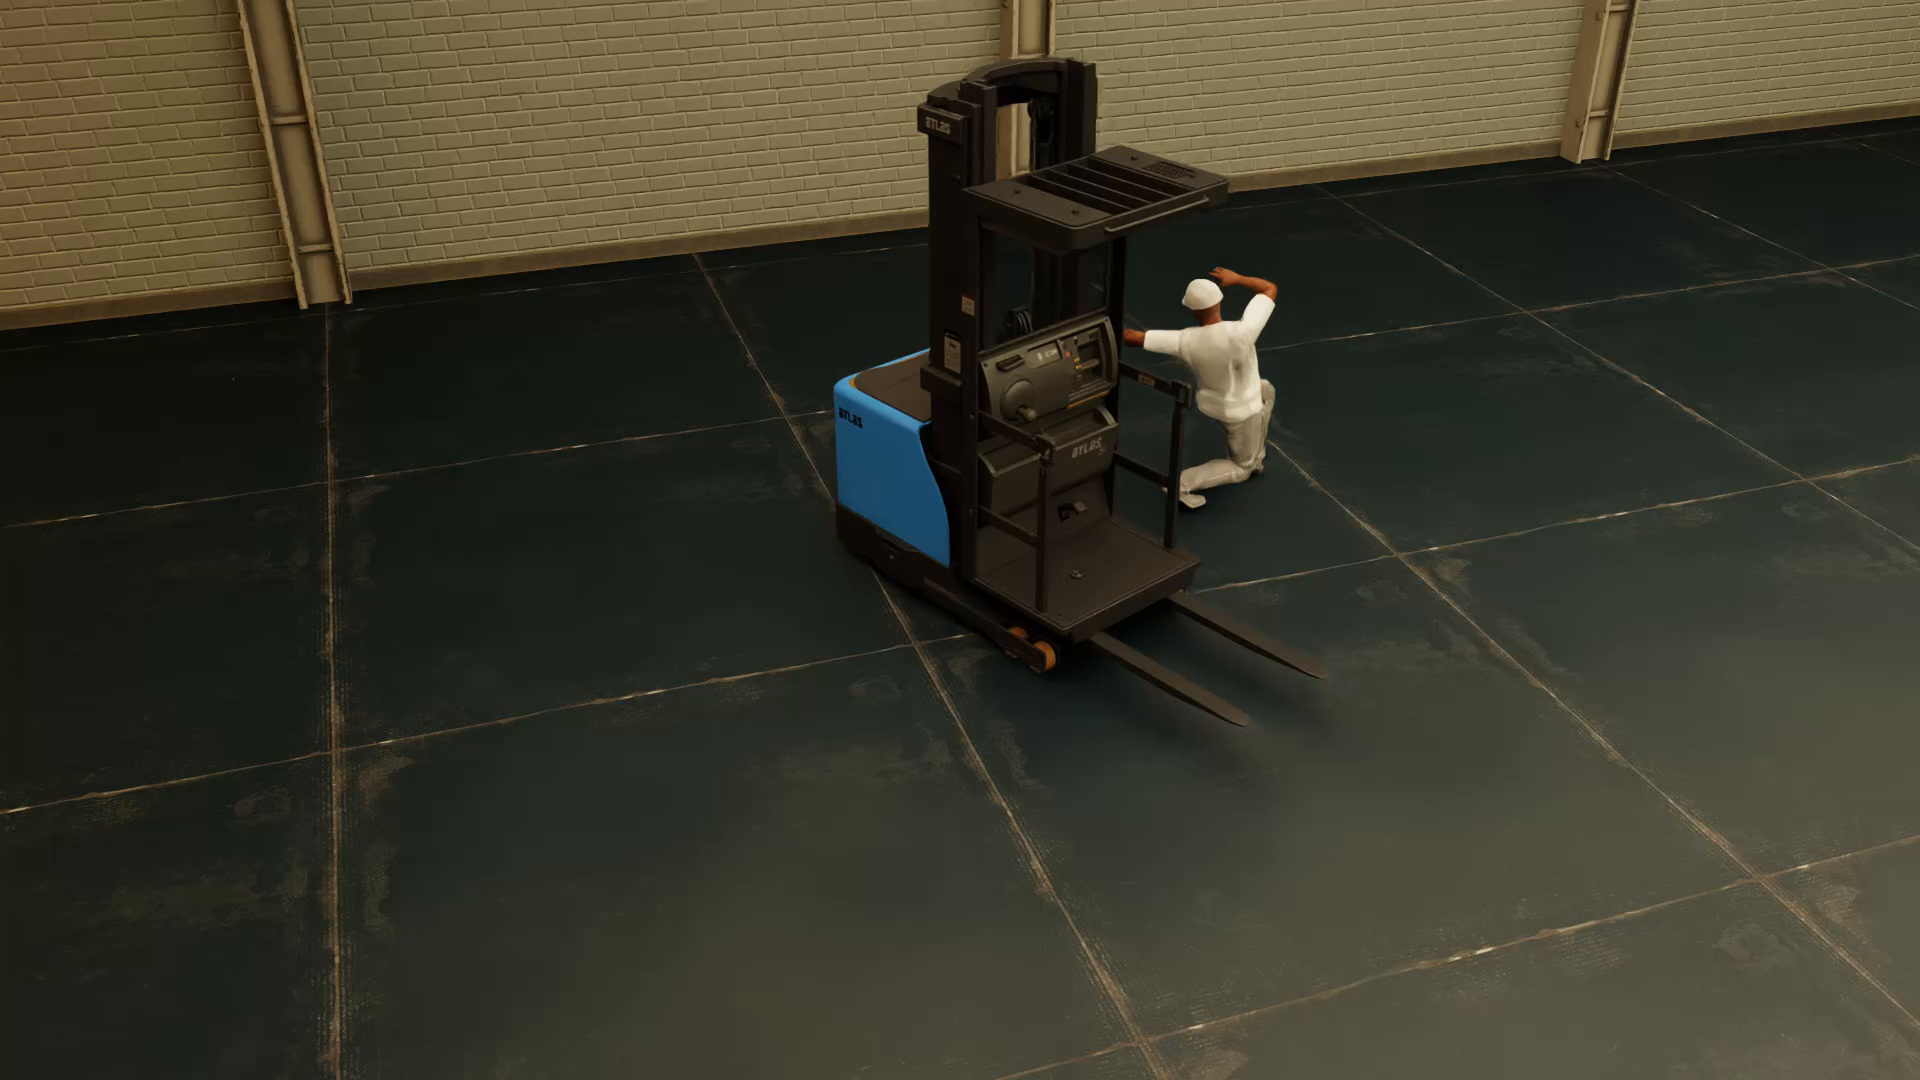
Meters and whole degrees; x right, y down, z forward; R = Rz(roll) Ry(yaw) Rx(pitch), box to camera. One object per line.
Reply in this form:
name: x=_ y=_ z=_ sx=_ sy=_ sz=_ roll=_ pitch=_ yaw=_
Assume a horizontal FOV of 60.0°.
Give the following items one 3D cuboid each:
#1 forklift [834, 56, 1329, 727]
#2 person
forklift: x=0.617 y=-0.854 z=8.571 sx=1.130 sy=2.935 sz=3.031 roll=-24 pitch=38 yaw=-35
person: x=1.486 y=-1.033 z=10.371 sx=0.916 sy=1.484 sz=1.059 roll=-21 pitch=36 yaw=-32
